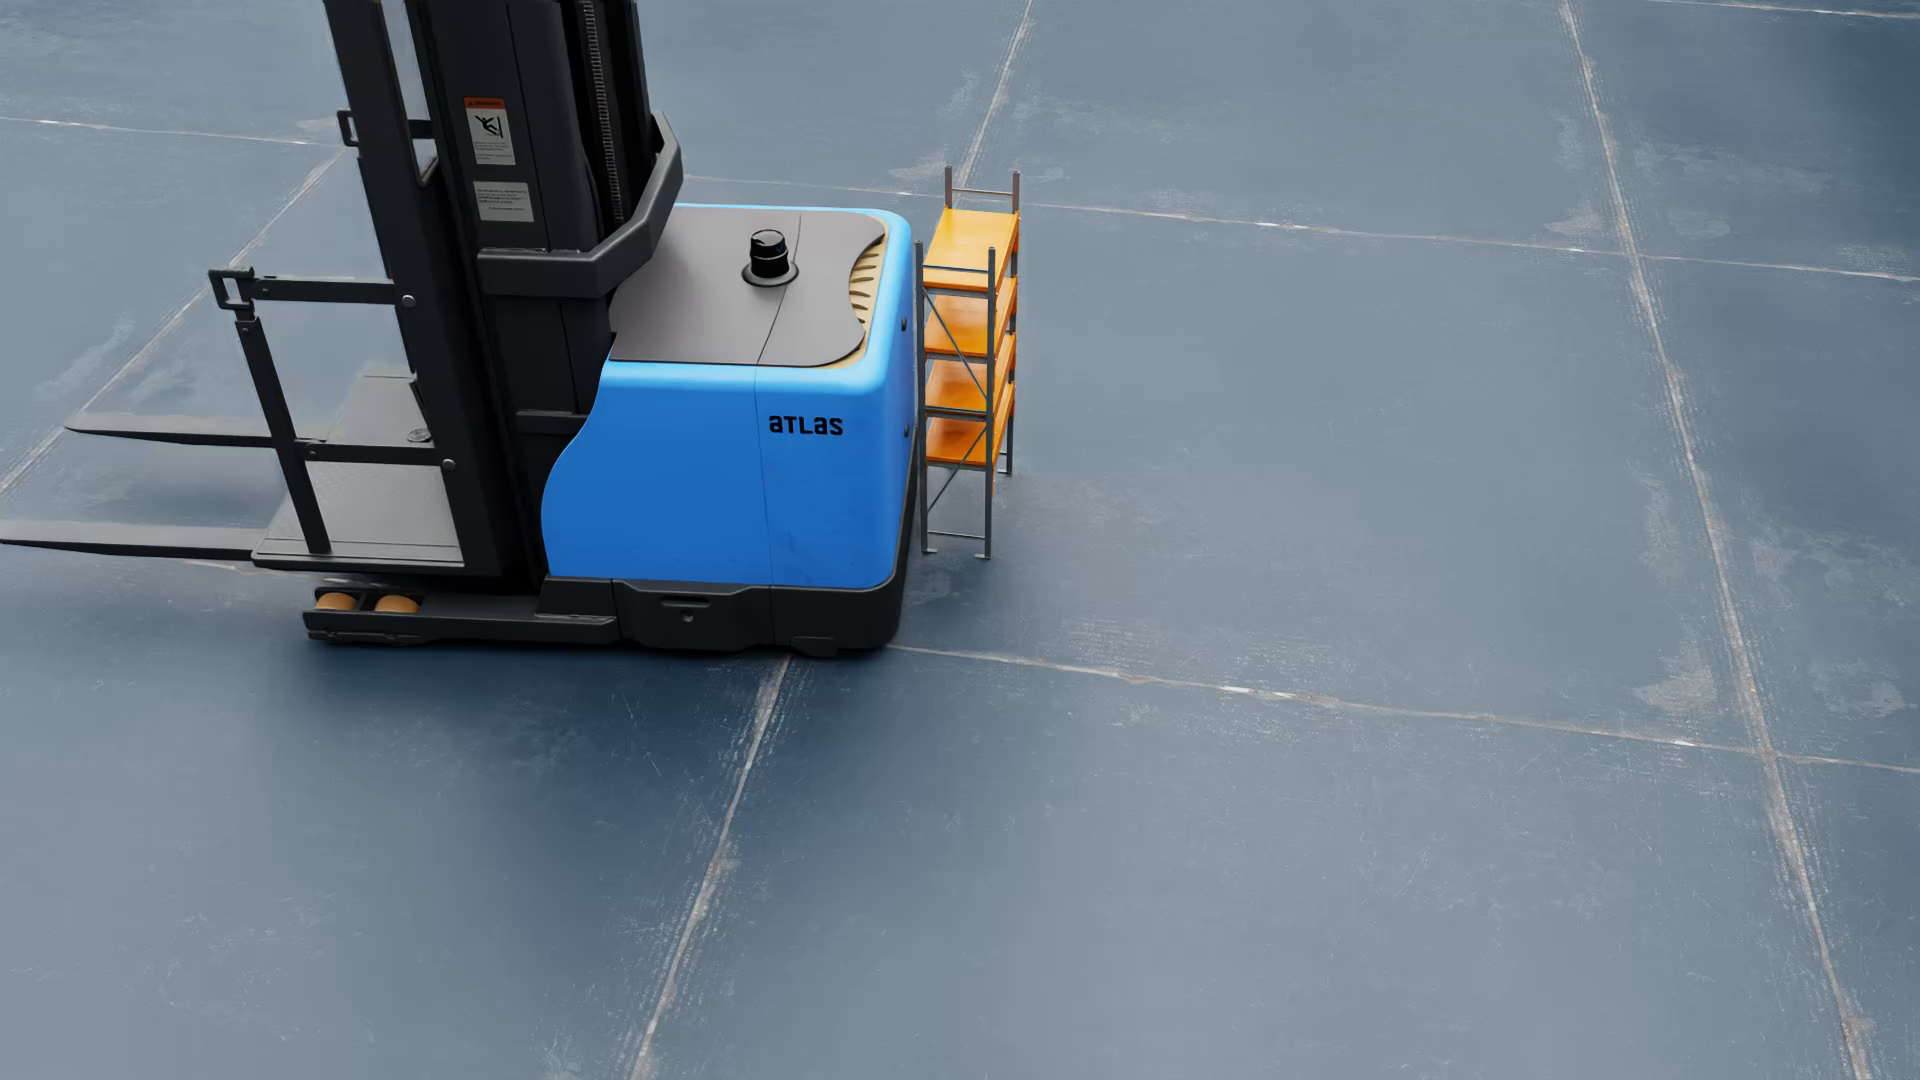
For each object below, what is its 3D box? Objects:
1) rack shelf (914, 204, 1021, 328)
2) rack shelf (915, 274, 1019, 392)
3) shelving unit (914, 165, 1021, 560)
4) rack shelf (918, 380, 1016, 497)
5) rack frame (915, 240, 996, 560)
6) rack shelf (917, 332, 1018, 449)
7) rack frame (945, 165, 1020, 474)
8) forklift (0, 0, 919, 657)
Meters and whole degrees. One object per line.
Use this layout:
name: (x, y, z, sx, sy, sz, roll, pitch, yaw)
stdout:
rack shelf: (0.029, -0.869, 5.243, 0.258, 0.148, 0.480, 6, 40, 8)
rack shelf: (0.029, -0.687, 5.394, 0.258, 0.148, 0.480, 6, 40, 8)
shelving unit: (0.029, -0.566, 5.493, 0.258, 1.200, 0.503, 6, 40, 8)
rack shelf: (0.029, -0.361, 5.663, 0.258, 0.148, 0.480, 6, 40, 8)
rack frame: (-0.014, -0.413, 5.308, 0.240, 1.200, 0.015, 6, 40, 8)
rack shelf: (0.029, -0.514, 5.536, 0.258, 0.148, 0.480, 6, 40, 8)
rack frame: (0.071, -0.719, 5.679, 0.240, 1.200, 0.015, 6, 40, 8)
forklift: (-1.682, -1.123, 4.808, 3.031, 2.935, 1.130, 2, 40, 3)
